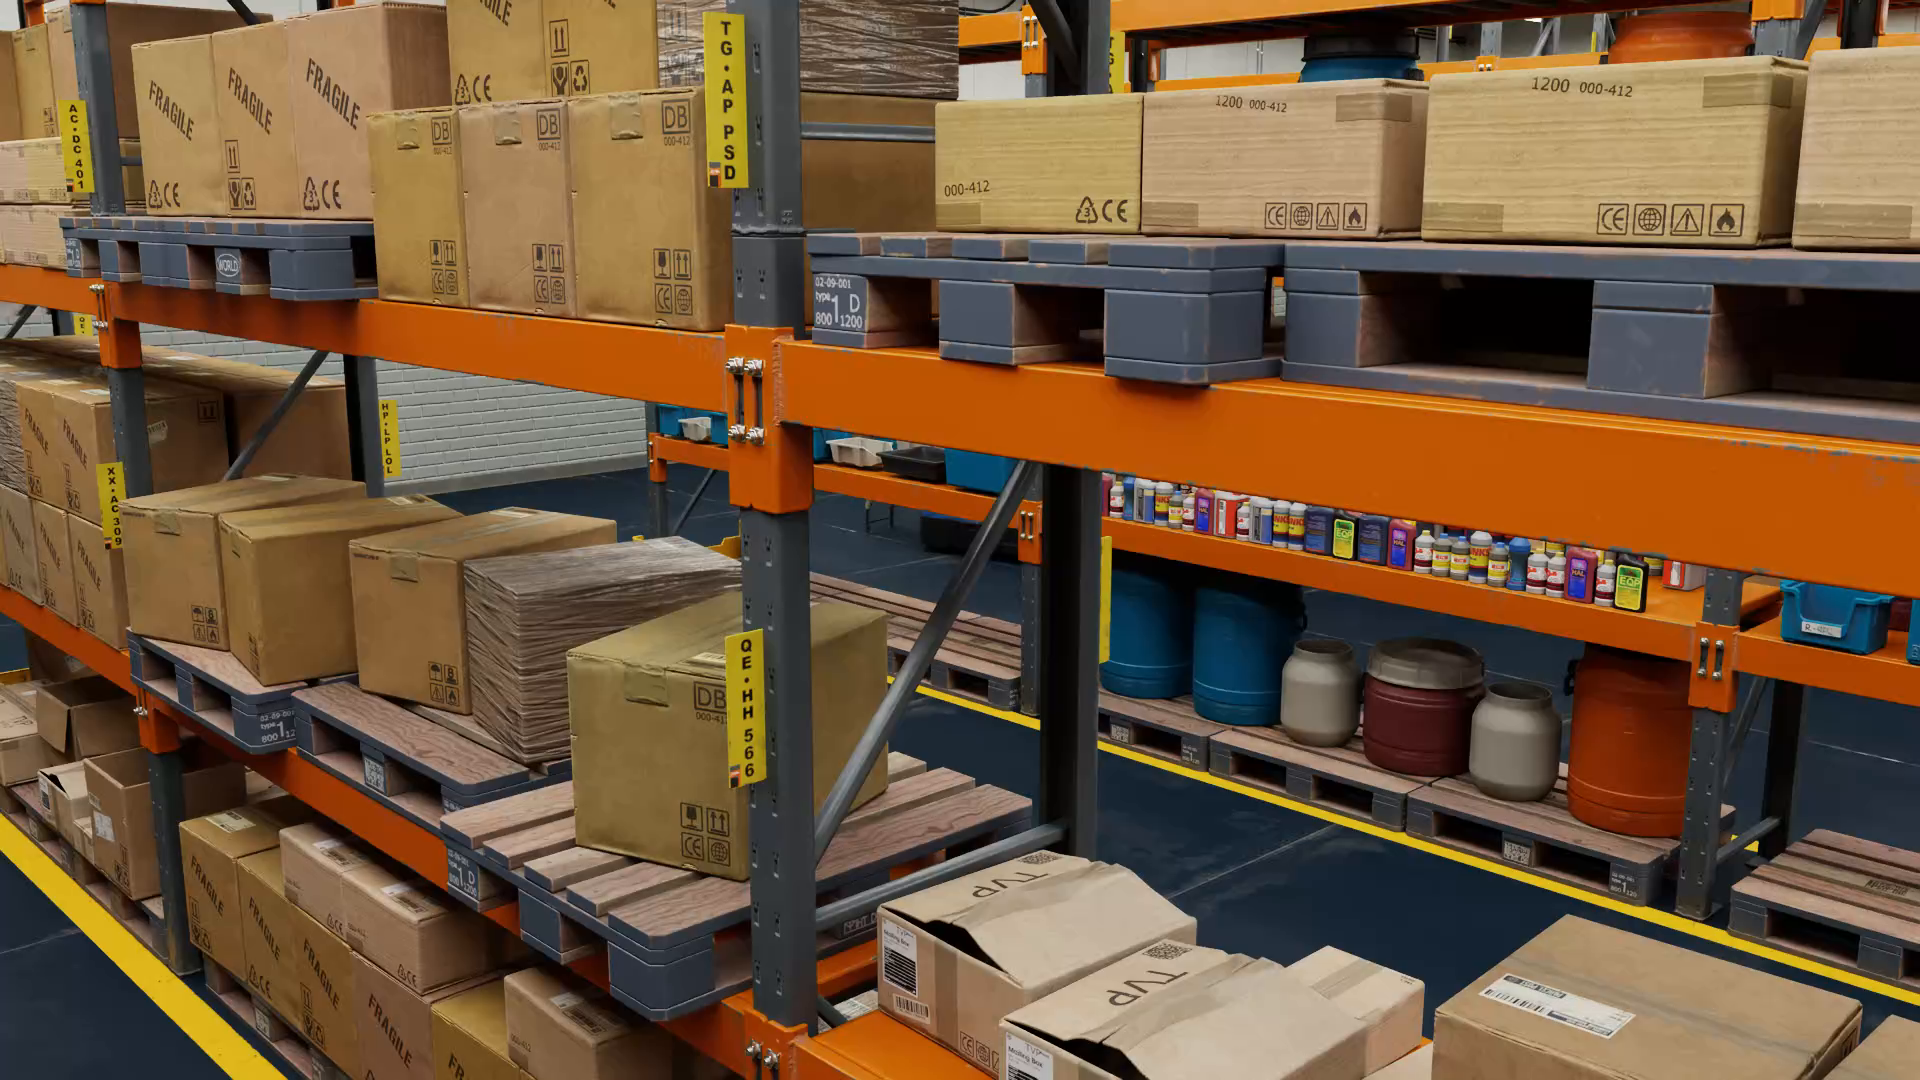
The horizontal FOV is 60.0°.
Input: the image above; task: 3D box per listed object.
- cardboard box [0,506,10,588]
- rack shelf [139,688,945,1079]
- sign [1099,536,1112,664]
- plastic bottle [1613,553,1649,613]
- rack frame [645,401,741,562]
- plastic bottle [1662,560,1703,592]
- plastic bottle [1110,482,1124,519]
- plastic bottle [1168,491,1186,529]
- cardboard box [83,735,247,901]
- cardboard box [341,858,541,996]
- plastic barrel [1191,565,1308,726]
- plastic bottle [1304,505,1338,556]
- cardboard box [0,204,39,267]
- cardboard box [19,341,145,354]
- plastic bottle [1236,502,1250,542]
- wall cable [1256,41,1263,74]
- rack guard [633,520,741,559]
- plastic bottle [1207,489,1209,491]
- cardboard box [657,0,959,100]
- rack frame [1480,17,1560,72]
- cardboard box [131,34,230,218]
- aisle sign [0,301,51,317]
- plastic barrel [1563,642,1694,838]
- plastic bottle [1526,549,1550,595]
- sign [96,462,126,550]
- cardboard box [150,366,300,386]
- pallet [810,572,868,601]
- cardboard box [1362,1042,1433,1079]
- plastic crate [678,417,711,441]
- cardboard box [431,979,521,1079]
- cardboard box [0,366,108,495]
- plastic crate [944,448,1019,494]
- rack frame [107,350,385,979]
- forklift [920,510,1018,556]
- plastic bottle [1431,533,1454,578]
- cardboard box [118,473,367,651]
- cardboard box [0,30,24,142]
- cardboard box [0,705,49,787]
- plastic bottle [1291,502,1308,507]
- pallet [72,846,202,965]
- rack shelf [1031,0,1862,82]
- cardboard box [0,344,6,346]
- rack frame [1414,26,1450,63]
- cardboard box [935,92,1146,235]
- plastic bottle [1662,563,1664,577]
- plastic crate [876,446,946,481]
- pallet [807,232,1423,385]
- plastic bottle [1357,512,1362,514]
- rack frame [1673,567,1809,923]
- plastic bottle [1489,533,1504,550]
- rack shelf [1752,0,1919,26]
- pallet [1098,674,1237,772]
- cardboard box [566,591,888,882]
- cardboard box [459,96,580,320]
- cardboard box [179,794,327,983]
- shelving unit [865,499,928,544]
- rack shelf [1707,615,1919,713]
[{"bbox_3d":[-4.415,-0.093,8.018,0.500,0.500,0.500,-11,16,-42],"label":"cardboard box"},{"bbox_3d":[-1.436,0.862,5.417,1.077,0.370,4.000,-11,16,-43],"label":"rack shelf"},{"bbox_3d":[0.345,0.156,4.189,0.100,0.325,0.005,-11,16,-43],"label":"sign"},{"bbox_3d":[2.943,0.169,7.286,0.061,0.283,0.133,-11,16,-43],"label":"plastic bottle"},{"bbox_3d":[-1.994,-1.056,12.943,1.000,3.000,0.127,-11,16,-43],"label":"rack frame"},{"bbox_3d":[3.356,0.085,7.711,0.152,0.276,0.135,-11,16,-43],"label":"plastic bottle"},{"bbox_3d":[0.898,-0.228,9.417,0.097,0.201,0.097,0,12,0],"label":"plastic bottle"},{"bbox_3d":[1.193,-0.166,9.115,0.097,0.201,0.097,0,12,0],"label":"plastic bottle"},{"bbox_3d":[-3.415,1.183,7.181,0.500,0.500,0.500,-11,16,-43],"label":"cardboard box"},{"bbox_3d":[-1.622,1.182,5.323,0.500,0.250,0.500,-11,16,-44],"label":"cardboard box"},{"bbox_3d":[1.621,0.535,9.380,0.600,0.901,0.708,-11,16,-43],"label":"plastic barrel"},{"bbox_3d":[1.854,-0.106,8.455,0.144,0.351,0.185,-11,16,-43],"label":"plastic bottle"},{"bbox_3d":[-3.683,-1.287,7.000,0.500,0.250,0.500,-11,16,-43],"label":"cardboard box"},{"bbox_3d":[-4.723,-0.805,8.998,0.500,0.500,0.500,-10,16,-41],"label":"cardboard box"},{"bbox_3d":[1.512,-0.099,8.787,0.097,0.201,0.097,0,12,0],"label":"plastic bottle"},{"bbox_3d":[4.624,-6.857,26.229,0.463,3.000,0.029,-11,16,-43],"label":"wall cable"},{"bbox_3d":[-2.020,0.166,13.203,1.175,0.500,0.348,-11,16,-43],"label":"rack guard"},{"bbox_3d":[1.449,-0.289,9.712,0.097,0.201,0.097,0,12,0],"label":"plastic bottle"},{"bbox_3d":[-0.351,-1.271,3.828,0.500,0.500,0.500,-11,16,-43],"label":"cardboard box"},{"bbox_3d":[4.351,-4.101,12.854,1.000,3.000,0.127,-11,16,-43],"label":"rack frame"},{"bbox_3d":[-2.522,-1.472,5.990,0.600,0.600,0.600,10,15,40],"label":"cardboard box"},{"bbox_3d":[-5.405,-1.692,9.588,0.394,0.787,0.004,-11,16,-43],"label":"aisle sign"},{"bbox_3d":[3.180,0.900,7.787,0.600,0.830,0.708,-11,16,-43],"label":"plastic barrel"},{"bbox_3d":[2.650,0.142,7.620,0.097,0.201,0.097,0,12,0],"label":"plastic bottle"},{"bbox_3d":[-3.204,-0.130,6.302,0.100,0.325,0.005,-11,16,-43],"label":"sign"},{"bbox_3d":[-3.295,-0.505,7.540,0.500,0.500,0.500,11,16,43],"label":"cardboard box"},{"bbox_3d":[-1.453,0.435,12.614,1.003,0.211,1.213,-11,16,-43],"label":"pallet"},{"bbox_3d":[0.867,1.102,3.088,0.380,0.149,0.250,-9,15,-38],"label":"cardboard box"},{"bbox_3d":[-1.900,-0.816,12.283,0.250,0.136,0.298,-11,16,-43],"label":"plastic crate"},{"bbox_3d":[-1.227,1.631,5.007,0.500,0.500,0.500,11,16,43],"label":"cardboard box"},{"bbox_3d":[-4.057,-0.507,7.552,0.500,0.500,0.500,-11,16,-42],"label":"cardboard box"},{"bbox_3d":[0.199,-0.515,10.205,0.392,0.384,0.575,-11,16,-43],"label":"plastic crate"},{"bbox_3d":[-2.817,0.217,6.762,1.000,3.000,0.127,-11,16,-43],"label":"rack frame"},{"bbox_3d":[1.165,-1.274,14.169,3.031,2.935,1.130,7,14,32],"label":"forklift"},{"bbox_3d":[2.314,0.071,7.965,0.097,0.201,0.097,0,12,0],"label":"plastic bottle"},{"bbox_3d":[-2.651,0.063,6.222,0.500,0.500,0.700,6,13,26],"label":"cardboard box"},{"bbox_3d":[-4.228,-2.073,7.718,0.700,0.500,0.500,-11,16,-43],"label":"cardboard box"},{"bbox_3d":[-4.718,1.030,8.543,0.500,0.250,0.500,-11,16,-43],"label":"cardboard box"},{"bbox_3d":[1.890,-0.230,9.253,0.097,0.271,0.097,0,12,0],"label":"plastic bottle"},{"bbox_3d":[-3.290,1.483,7.530,1.003,0.211,1.213,-11,16,-43],"label":"pallet"},{"bbox_3d":[2.149,-2.571,8.200,1.077,0.370,4.000,-11,16,-43],"label":"rack shelf"},{"bbox_3d":[-5.463,-0.804,8.991,0.500,0.500,0.500,-10,15,-41],"label":"cardboard box"},{"bbox_3d":[5.245,-5.361,18.971,1.000,3.000,0.127,-11,16,-43],"label":"rack frame"},{"bbox_3d":[0.300,-0.742,3.315,0.500,0.250,0.500,10,15,41],"label":"cardboard box"},{"bbox_3d":[3.405,0.045,7.915,0.097,0.271,0.097,0,12,0],"label":"plastic bottle"},{"bbox_3d":[-0.199,-0.493,10.742,0.437,0.125,0.590,-11,16,-43],"label":"plastic crate"},{"bbox_3d":[0.479,-0.489,3.224,1.213,0.211,1.003,-10,15,-40],"label":"pallet"},{"bbox_3d":[2.228,-0.169,9.130,0.097,0.201,0.097,0,12,0],"label":"plastic bottle"},{"bbox_3d":[3.531,0.111,7.276,1.000,3.000,0.127,-11,16,-43],"label":"rack frame"},{"bbox_3d":[2.767,-0.089,8.569,0.097,0.271,0.097,0,12,0],"label":"plastic bottle"},{"bbox_3d":[13.724,-7.741,24.071,1.077,0.370,4.000,-11,16,-43],"label":"rack shelf"},{"bbox_3d":[1.271,1.012,9.816,1.003,0.211,1.213,-11,16,-43],"label":"pallet"},{"bbox_3d":[-0.571,0.470,4.246,0.500,0.500,0.700,6,13,26],"label":"cardboard box"},{"bbox_3d":[-0.732,-0.850,4.263,0.910,0.500,0.500,-11,16,-43],"label":"cardboard box"},{"bbox_3d":[-2.659,1.331,6.462,0.500,0.500,0.500,11,16,43],"label":"cardboard box"},{"bbox_3d":[-0.464,-0.777,15.304,0.755,1.500,0.431,8,14,36],"label":"shelving unit"},{"bbox_3d":[4.912,0.756,5.932,1.077,0.370,4.000,-11,16,-43],"label":"rack shelf"}]
